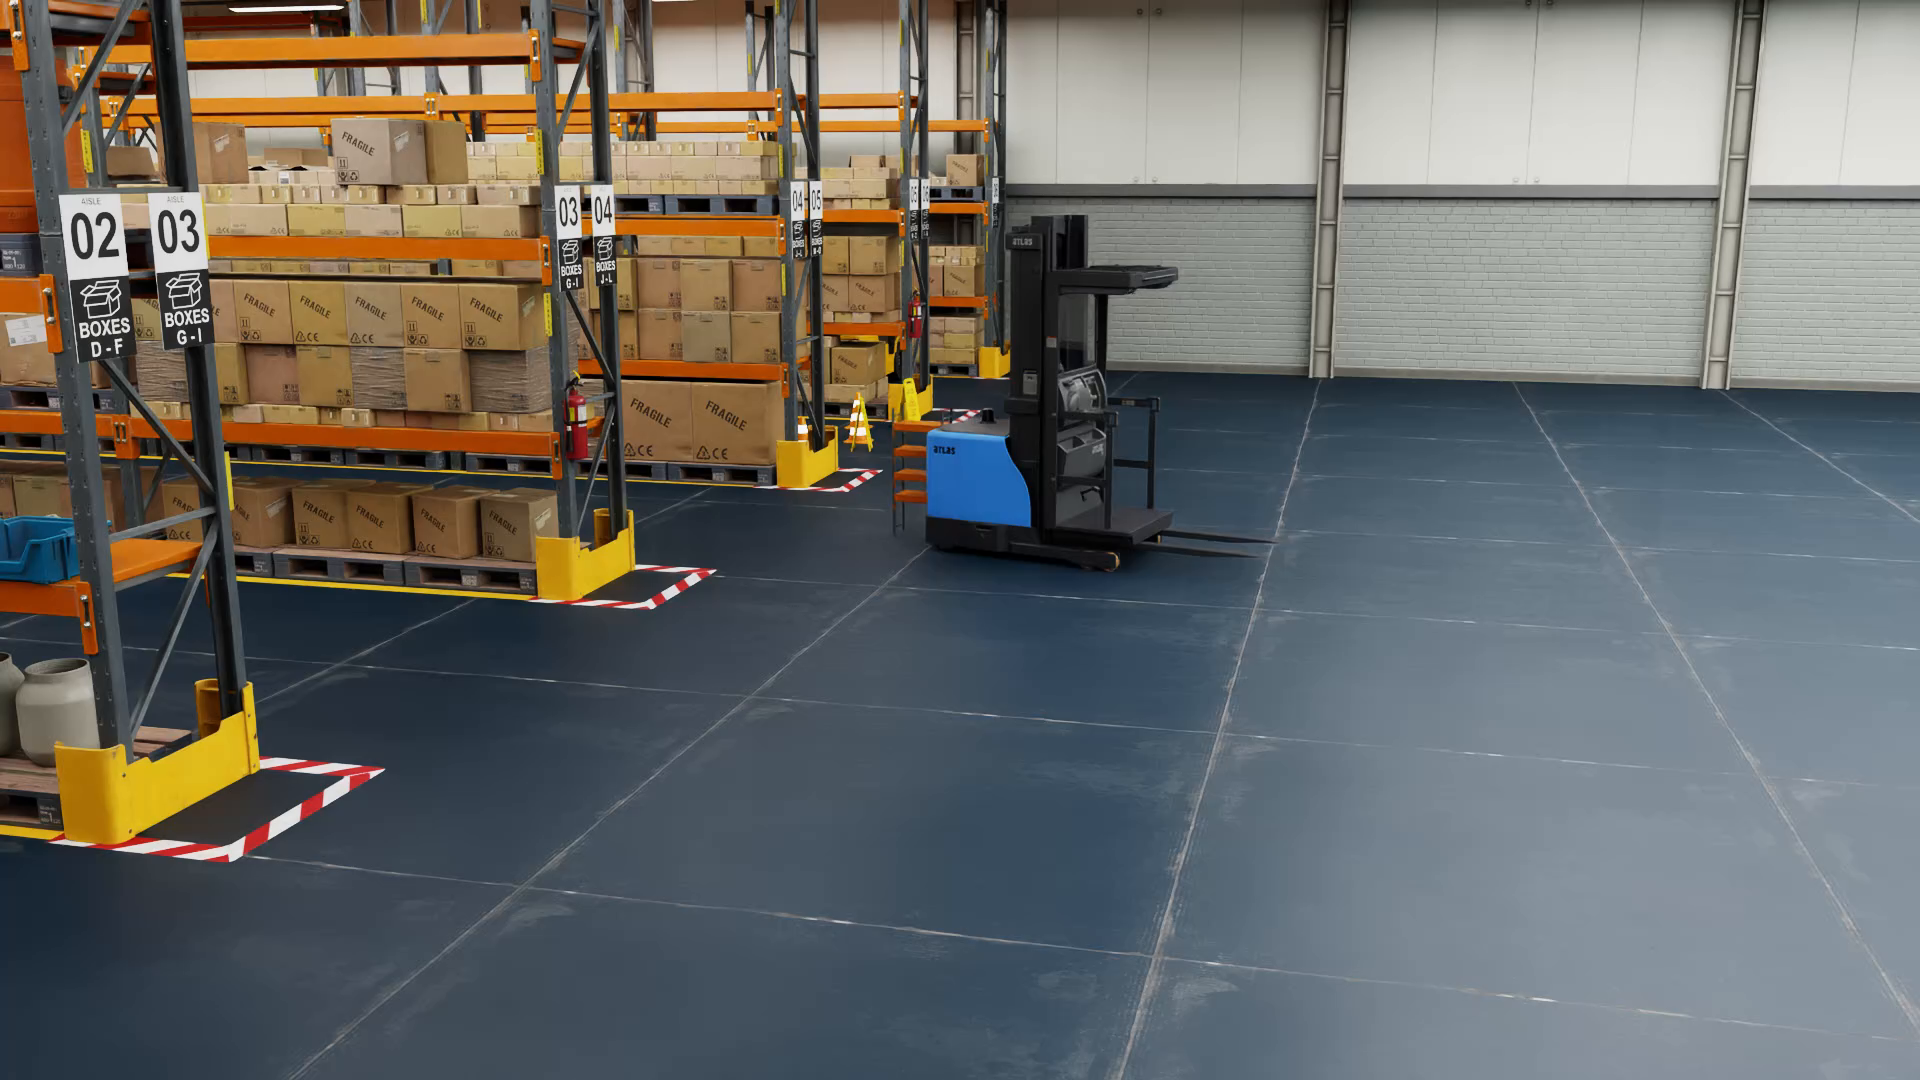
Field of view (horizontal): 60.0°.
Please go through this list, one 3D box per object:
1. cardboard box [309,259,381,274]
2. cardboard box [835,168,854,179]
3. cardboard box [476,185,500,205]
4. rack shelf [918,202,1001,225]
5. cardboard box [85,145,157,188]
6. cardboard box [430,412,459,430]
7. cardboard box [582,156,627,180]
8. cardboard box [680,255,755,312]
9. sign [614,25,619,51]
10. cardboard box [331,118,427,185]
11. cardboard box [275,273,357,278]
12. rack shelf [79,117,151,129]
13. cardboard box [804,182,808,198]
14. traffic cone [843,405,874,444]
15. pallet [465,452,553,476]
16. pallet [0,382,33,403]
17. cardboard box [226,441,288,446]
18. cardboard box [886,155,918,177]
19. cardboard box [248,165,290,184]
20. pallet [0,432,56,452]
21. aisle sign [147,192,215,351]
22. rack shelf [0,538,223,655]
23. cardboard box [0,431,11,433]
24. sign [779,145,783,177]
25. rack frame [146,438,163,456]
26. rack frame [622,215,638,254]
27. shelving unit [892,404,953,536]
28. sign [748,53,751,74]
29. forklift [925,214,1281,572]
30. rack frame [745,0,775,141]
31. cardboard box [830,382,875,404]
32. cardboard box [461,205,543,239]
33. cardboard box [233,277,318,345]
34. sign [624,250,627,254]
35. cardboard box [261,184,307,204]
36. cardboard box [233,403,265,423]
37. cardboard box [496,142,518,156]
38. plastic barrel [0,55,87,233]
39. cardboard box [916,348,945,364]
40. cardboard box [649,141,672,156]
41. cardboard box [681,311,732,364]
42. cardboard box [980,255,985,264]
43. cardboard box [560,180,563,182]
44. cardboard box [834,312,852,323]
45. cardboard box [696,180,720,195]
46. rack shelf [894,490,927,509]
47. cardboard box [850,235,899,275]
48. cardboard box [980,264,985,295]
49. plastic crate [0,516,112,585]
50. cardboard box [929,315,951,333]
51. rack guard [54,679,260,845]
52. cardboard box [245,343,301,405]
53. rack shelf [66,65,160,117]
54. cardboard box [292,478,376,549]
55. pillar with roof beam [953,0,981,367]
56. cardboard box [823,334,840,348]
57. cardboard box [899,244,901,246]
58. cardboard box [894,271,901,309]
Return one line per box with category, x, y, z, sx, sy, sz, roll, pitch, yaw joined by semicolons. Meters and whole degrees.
cardboard box;-7.051;-2.969;19.167;0.500;0.500;0.700;3;13;14
cardboard box;-1.498;-4.911;22.272;0.250;0.149;0.380;3;13;13
cardboard box;-3.549;-2.682;12.915;0.250;0.149;0.380;3;13;12
rack shelf;-1.362;-5.454;27.645;4.000;0.370;1.077;3;13;14
cardboard box;-7.296;-3.082;14.083;0.637;0.503;0.797;2;13;11
cardboard box;-4.043;-0.990;13.365;0.250;0.149;0.380;3;13;14
cardboard box;-3.698;-3.983;17.810;0.500;0.250;0.500;3;13;14
cardboard box;-2.601;-2.784;18.034;0.550;0.550;0.875;3;13;14
sign;-4.616;-6.746;22.358;0.005;0.325;0.100;3;13;14
cardboard box;-4.545;-3.039;13.026;0.500;0.500;0.500;3;13;14
cardboard box;-5.390;-1.982;14.032;0.500;0.500;0.500;3;13;14
rack shelf;-14.198;-6.302;25.464;4.000;0.370;1.077;3;13;14
cardboard box;-2.160;-4.752;22.477;0.500;0.250;0.500;3;13;15
traffic cone;-1.268;-1.455;20.739;0.334;0.463;0.336;3;13;14
pallet;-4.857;-0.938;18.989;1.213;0.211;1.003;3;13;14
pallet;-8.815;-1.337;14.793;1.213;0.211;1.003;3;13;14
cardboard box;-8.041;-1.574;19.643;0.750;0.750;1.050;3;13;14
cardboard box;-0.879;-6.050;27.239;0.500;0.500;0.700;3;13;14
cardboard box;-7.825;-4.101;18.887;0.500;0.311;0.500;3;13;13
pallet;-11.400;-1.306;20.648;1.213;0.211;1.003;3;13;14
aisle sign;-4.027;-1.395;8.610;0.004;0.787;0.394;3;13;14
rack shelf;-6.108;0.180;9.176;4.000;0.370;1.077;3;13;14
cardboard box;-11.664;-1.609;20.379;0.500;0.500;0.500;3;13;15
sign;-1.837;-3.892;17.080;0.005;0.325;0.100;3;13;14
rack frame;-9.460;-2.562;19.874;0.127;3.000;1.000;3;13;14
rack frame;-4.489;-3.401;23.654;0.127;3.000;1.000;3;13;14
shelving unit;-0.343;-0.624;15.293;0.503;1.200;0.258;5;13;22
sign;-3.422;-7.754;27.083;0.005;0.325;0.100;3;13;14
forklift;1.241;-1.292;14.306;3.031;2.935;1.130;6;14;27
rack frame;-3.303;-7.374;27.710;0.127;3.000;1.000;3;13;14
cardboard box;-1.478;-2.043;22.910;0.500;0.250;0.500;3;13;13
cardboard box;-3.509;-2.472;12.889;0.500;0.250;0.500;3;13;15
cardboard box;-5.516;-1.871;13.530;0.500;0.500;0.500;3;13;14
sign;-4.619;-3.849;23.002;0.005;0.325;0.100;3;13;14
cardboard box;-5.347;-2.761;13.272;0.250;0.149;0.380;3;13;12
cardboard box;-5.760;-1.065;13.703;0.250;0.149;0.380;3;13;14
cardboard box;-4.811;-4.223;17.973;0.250;0.149;0.380;3;13;13
plastic barrel;-4.669;-1.945;8.207;0.708;0.830;0.600;3;13;14
cardboard box;-0.432;-3.086;27.612;0.500;0.250;0.500;3;13;14
cardboard box;-3.087;-4.131;17.558;0.250;0.149;0.380;3;13;14
cardboard box;-2.604;-2.254;18.138;0.550;0.550;0.875;3;13;14
cardboard box;0.313;-4.675;27.668;0.250;0.149;0.380;3;13;12
cardboard box;-4.317;-3.808;17.941;0.250;0.149;0.380;3;13;13
cardboard box;-1.536;-3.053;22.665;0.250;0.149;0.380;3;13;13
cardboard box;-2.591;-3.715;17.525;0.250;0.149;0.380;3;13;14
rack shelf;-0.343;-0.365;15.351;0.480;0.148;0.258;5;13;22
cardboard box;-1.154;-3.856;22.479;0.500;0.500;0.700;3;13;12
cardboard box;0.166;-4.370;27.792;0.500;0.500;0.500;3;13;15
plastic crate;-4.724;0.042;8.480;0.616;0.251;0.499;3;13;14
cardboard box;-0.439;-3.572;27.494;0.500;0.250;0.500;3;13;15
rack guard;-4.252;1.158;8.875;0.348;0.500;1.175;3;13;14
cardboard box;-5.455;-1.437;13.882;0.500;0.500;0.875;3;13;14
rack shelf;-8.805;-3.803;14.200;4.000;0.370;1.077;3;13;14
cardboard box;-5.305;-0.229;14.157;0.500;0.500;0.500;2;13;9
pillar with roof beam;-0.911;-6.487;23.711;0.548;9.000;9.100;3;13;14
cardboard box;-1.818;-2.731;22.782;0.250;0.149;0.380;3;13;15
cardboard box;-0.930;-4.901;27.998;0.250;0.149;0.380;3;13;12
cardboard box;-0.999;-3.470;23.049;0.500;0.500;0.500;3;13;13
